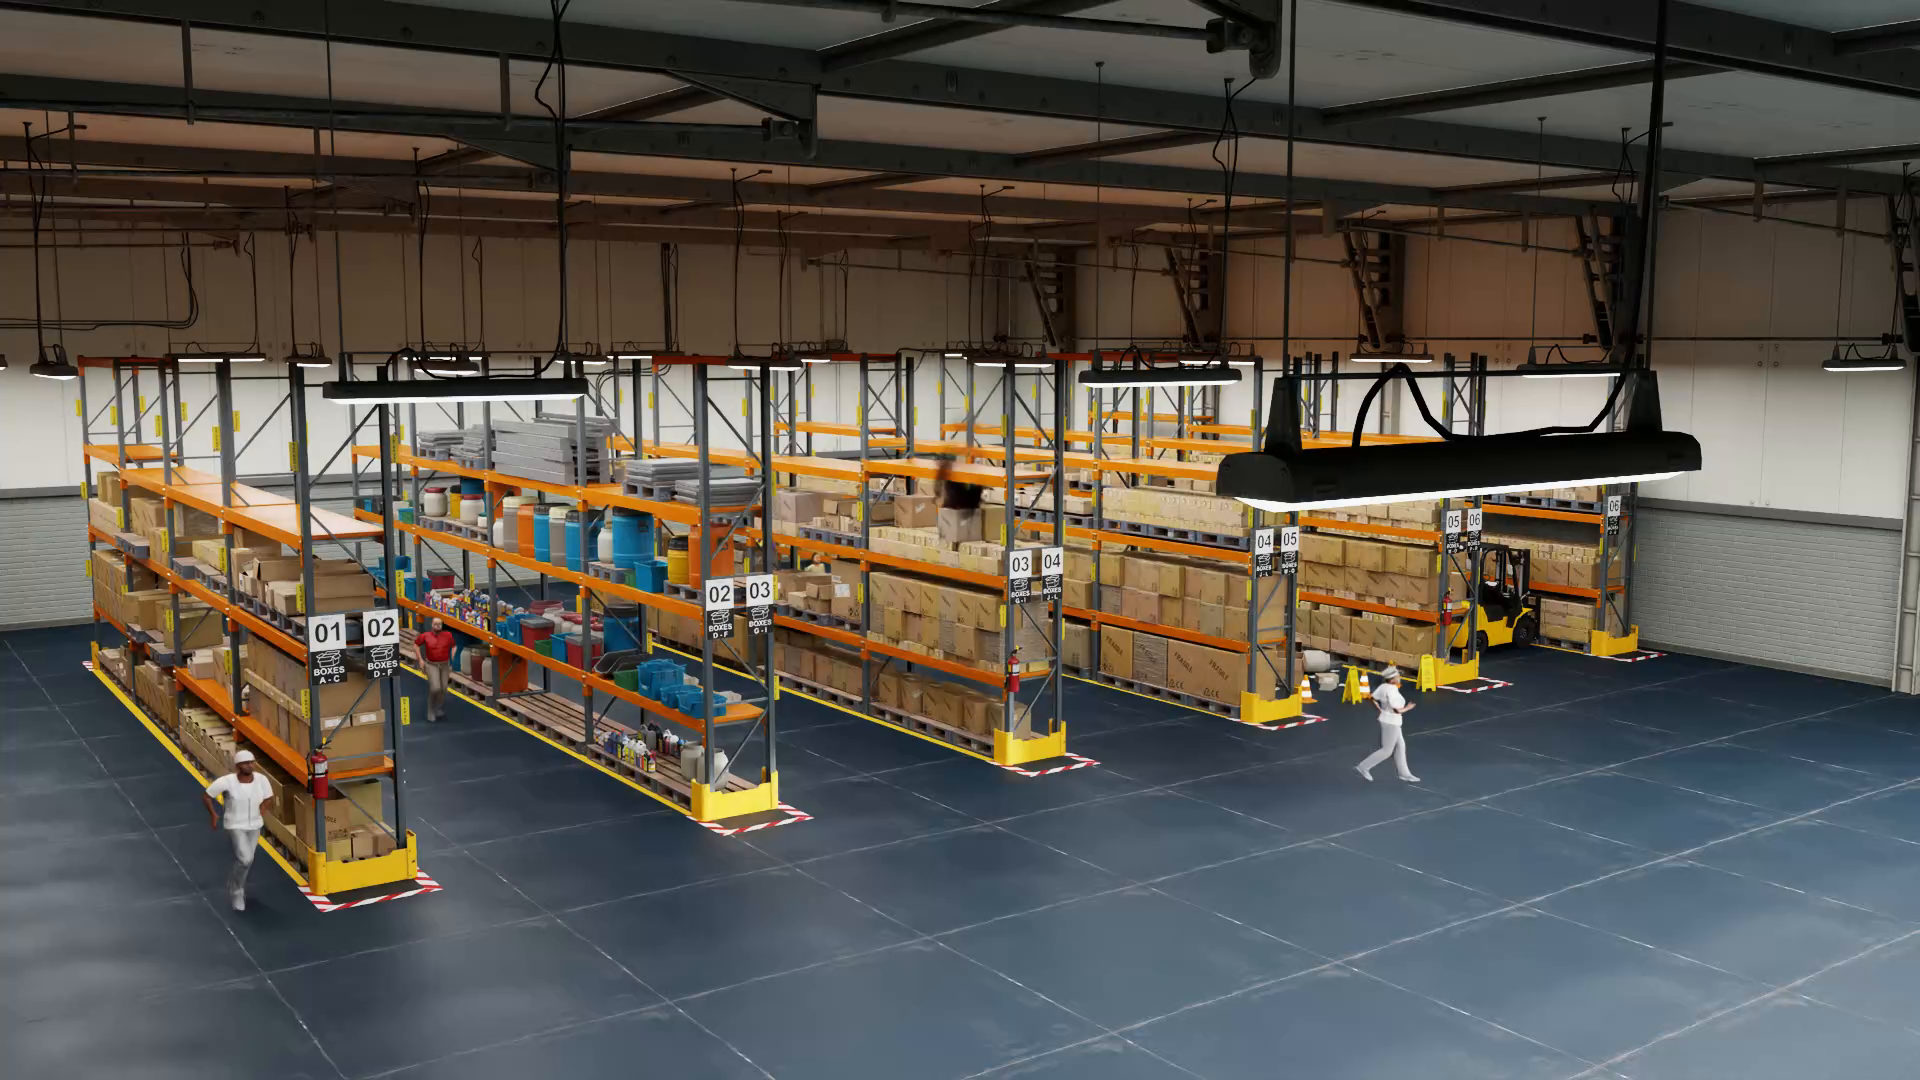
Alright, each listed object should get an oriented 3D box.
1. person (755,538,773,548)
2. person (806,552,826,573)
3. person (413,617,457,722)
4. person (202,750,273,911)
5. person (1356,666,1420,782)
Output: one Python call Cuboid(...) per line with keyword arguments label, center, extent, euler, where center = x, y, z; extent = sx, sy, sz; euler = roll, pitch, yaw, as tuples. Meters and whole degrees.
Cuboid(label="person", center=(-4.906, 0.450, 41.737), extent=(0.615, 1.661, 0.749), euler=(-5, 8, -33))
Cuboid(label="person", center=(-3.126, 1.118, 36.295), extent=(0.580, 1.710, 0.773), euler=(-4, 8, -28))
Cuboid(label="person", center=(-8.660, 2.154, 27.641), extent=(0.653, 1.756, 0.724), euler=(-5, 9, -37))
Cuboid(label="person", center=(-8.022, 3.231, 18.618), extent=(0.711, 1.793, 0.679), euler=(6, 9, 40))
Cuboid(label="person", center=(6.093, 2.618, 23.596), extent=(0.939, 1.677, 0.576), euler=(0, 7, 2))
